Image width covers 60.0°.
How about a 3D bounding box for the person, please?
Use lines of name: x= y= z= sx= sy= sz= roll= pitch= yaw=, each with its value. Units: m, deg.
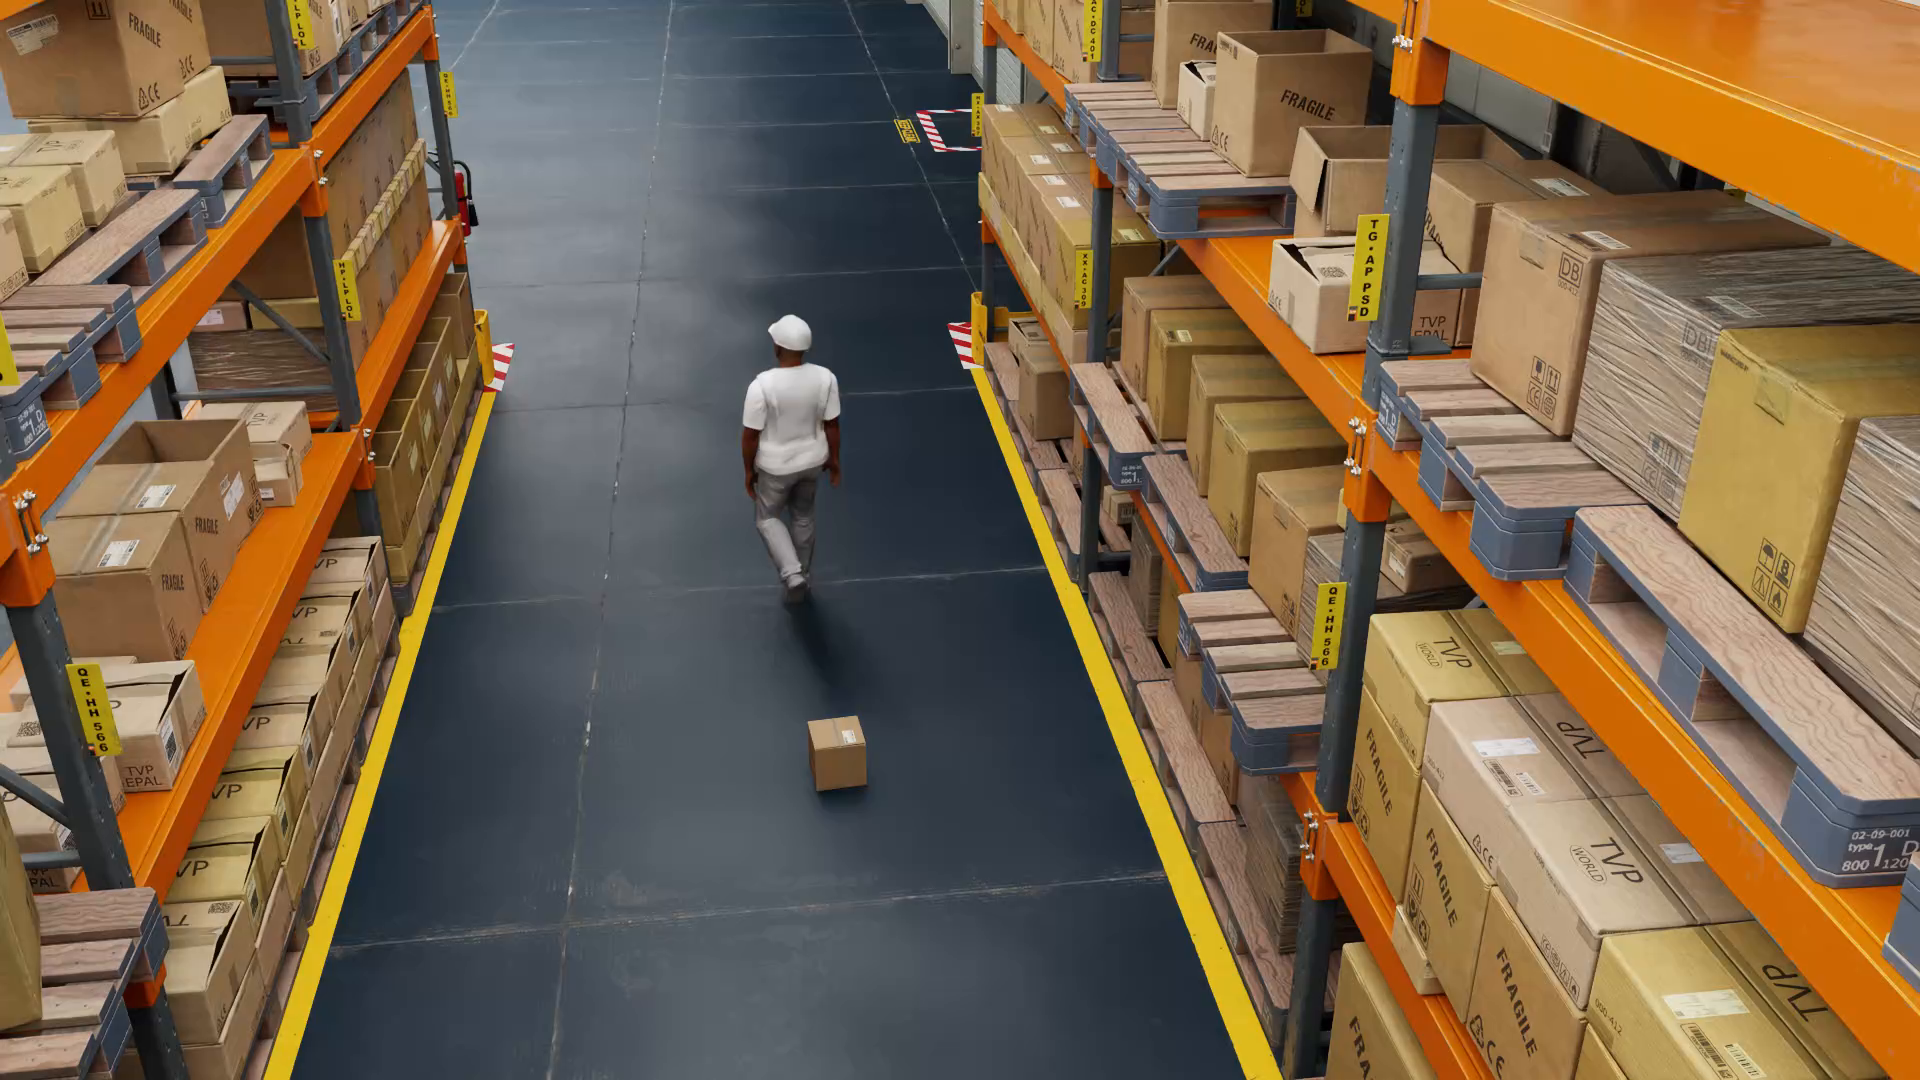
person: x=-0.949 y=-0.436 z=9.416 sx=0.588 sy=1.748 sz=0.686 roll=-12 pitch=29 yaw=-23
